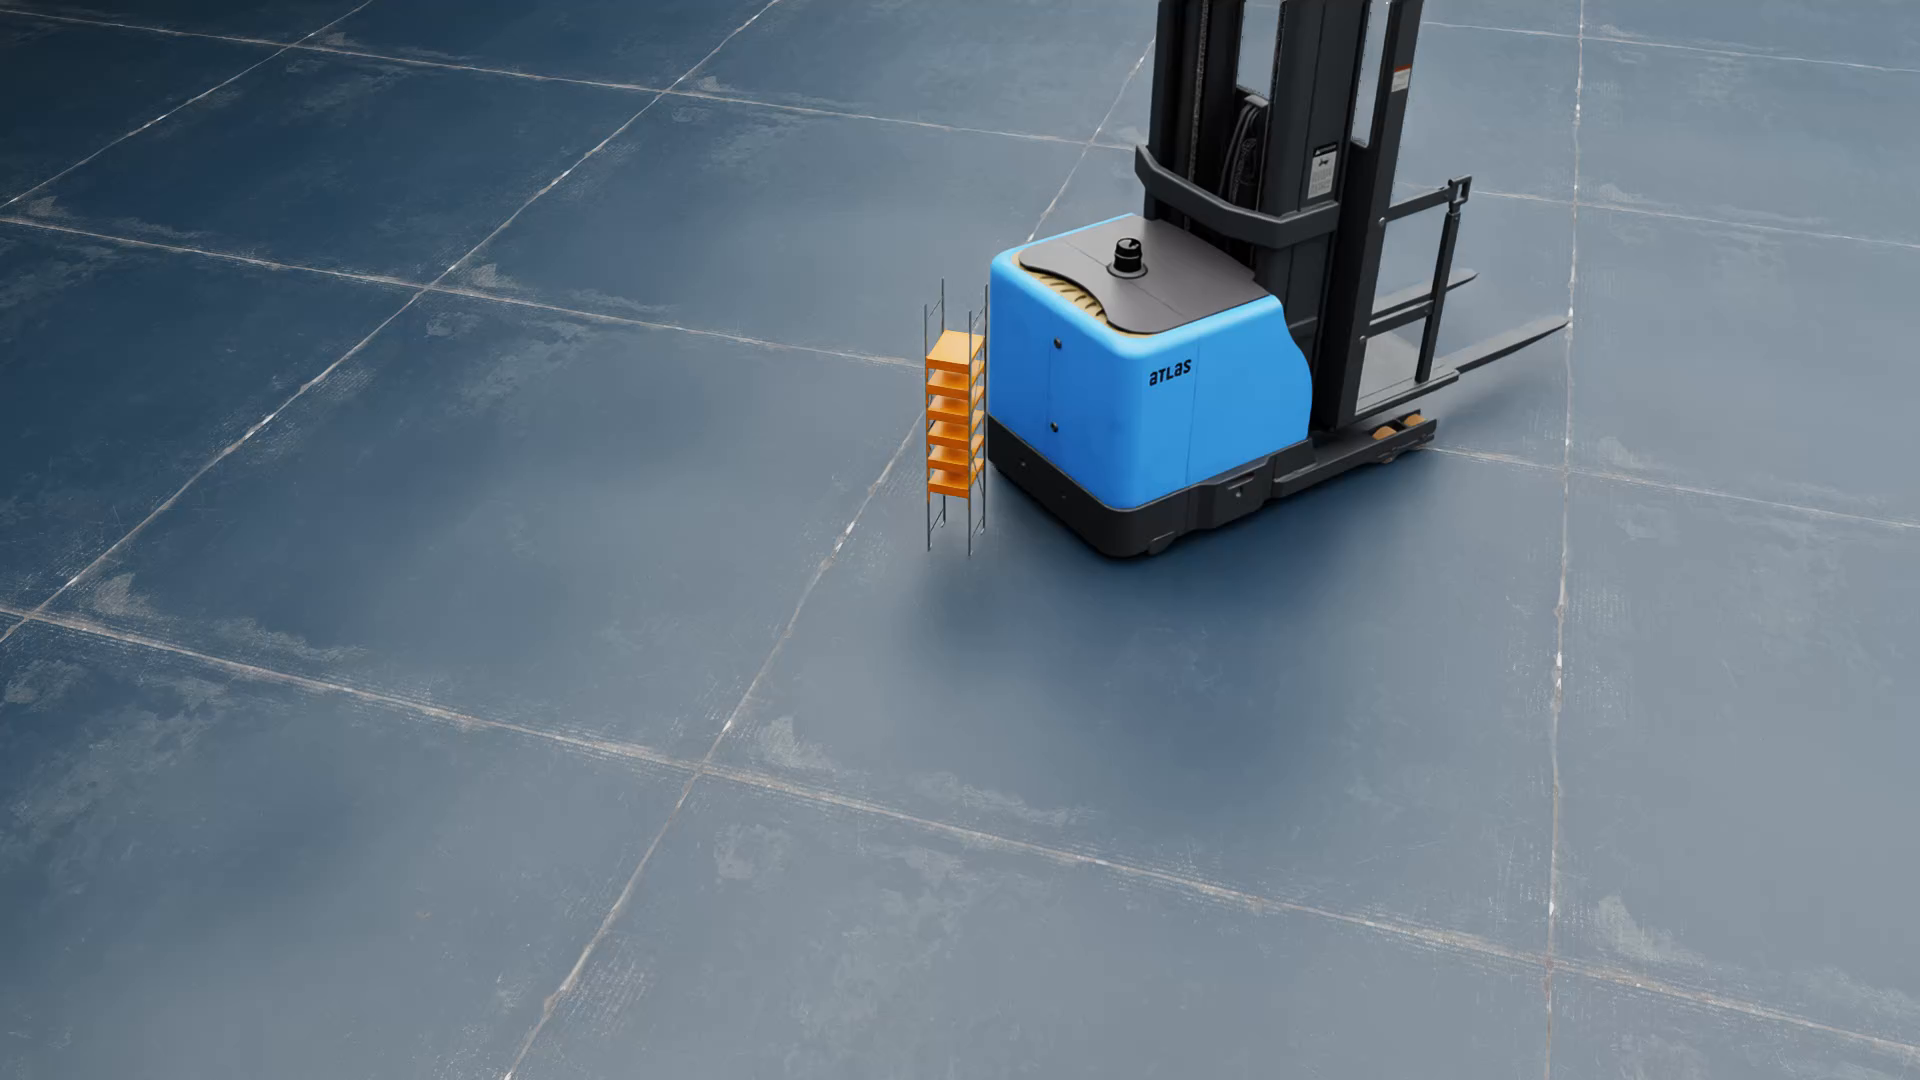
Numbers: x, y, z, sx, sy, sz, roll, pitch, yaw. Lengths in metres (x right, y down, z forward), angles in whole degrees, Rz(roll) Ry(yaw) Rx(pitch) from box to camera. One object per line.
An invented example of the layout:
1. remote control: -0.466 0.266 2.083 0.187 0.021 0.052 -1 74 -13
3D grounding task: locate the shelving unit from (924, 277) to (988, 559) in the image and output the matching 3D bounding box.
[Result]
1. shelving unit: -0.014 -0.486 6.898 0.189 1.200 0.258 10 38 14

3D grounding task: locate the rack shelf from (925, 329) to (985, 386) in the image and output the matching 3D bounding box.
1. rack shelf: -0.014 -0.740 6.711 0.180 0.103 0.258 10 38 14

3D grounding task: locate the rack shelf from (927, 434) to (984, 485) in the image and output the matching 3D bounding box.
1. rack shelf: -0.014 -0.353 6.995 0.180 0.103 0.258 10 38 14

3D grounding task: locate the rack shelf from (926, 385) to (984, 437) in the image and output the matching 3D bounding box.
1. rack shelf: -0.014 -0.547 6.853 0.180 0.103 0.258 10 38 14

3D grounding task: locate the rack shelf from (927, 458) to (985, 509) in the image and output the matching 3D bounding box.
1. rack shelf: -0.014 -0.257 7.066 0.180 0.103 0.258 10 38 14

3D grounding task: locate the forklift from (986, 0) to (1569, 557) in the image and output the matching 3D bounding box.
1. forklift: 1.627 -1.779 7.194 3.031 2.935 1.130 -21 41 -26

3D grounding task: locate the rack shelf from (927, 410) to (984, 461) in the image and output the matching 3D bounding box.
1. rack shelf: -0.014 -0.450 6.924 0.180 0.103 0.258 10 38 14

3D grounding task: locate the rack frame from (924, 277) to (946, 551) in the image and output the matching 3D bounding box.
1. rack frame: -0.101 -0.502 6.920 0.006 1.200 0.240 10 38 14

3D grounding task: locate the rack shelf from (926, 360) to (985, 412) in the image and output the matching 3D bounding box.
1. rack shelf: -0.014 -0.643 6.782 0.180 0.103 0.258 10 38 14

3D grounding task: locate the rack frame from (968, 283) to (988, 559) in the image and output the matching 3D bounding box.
1. rack frame: 0.074 -0.470 6.876 0.006 1.200 0.240 10 38 14
